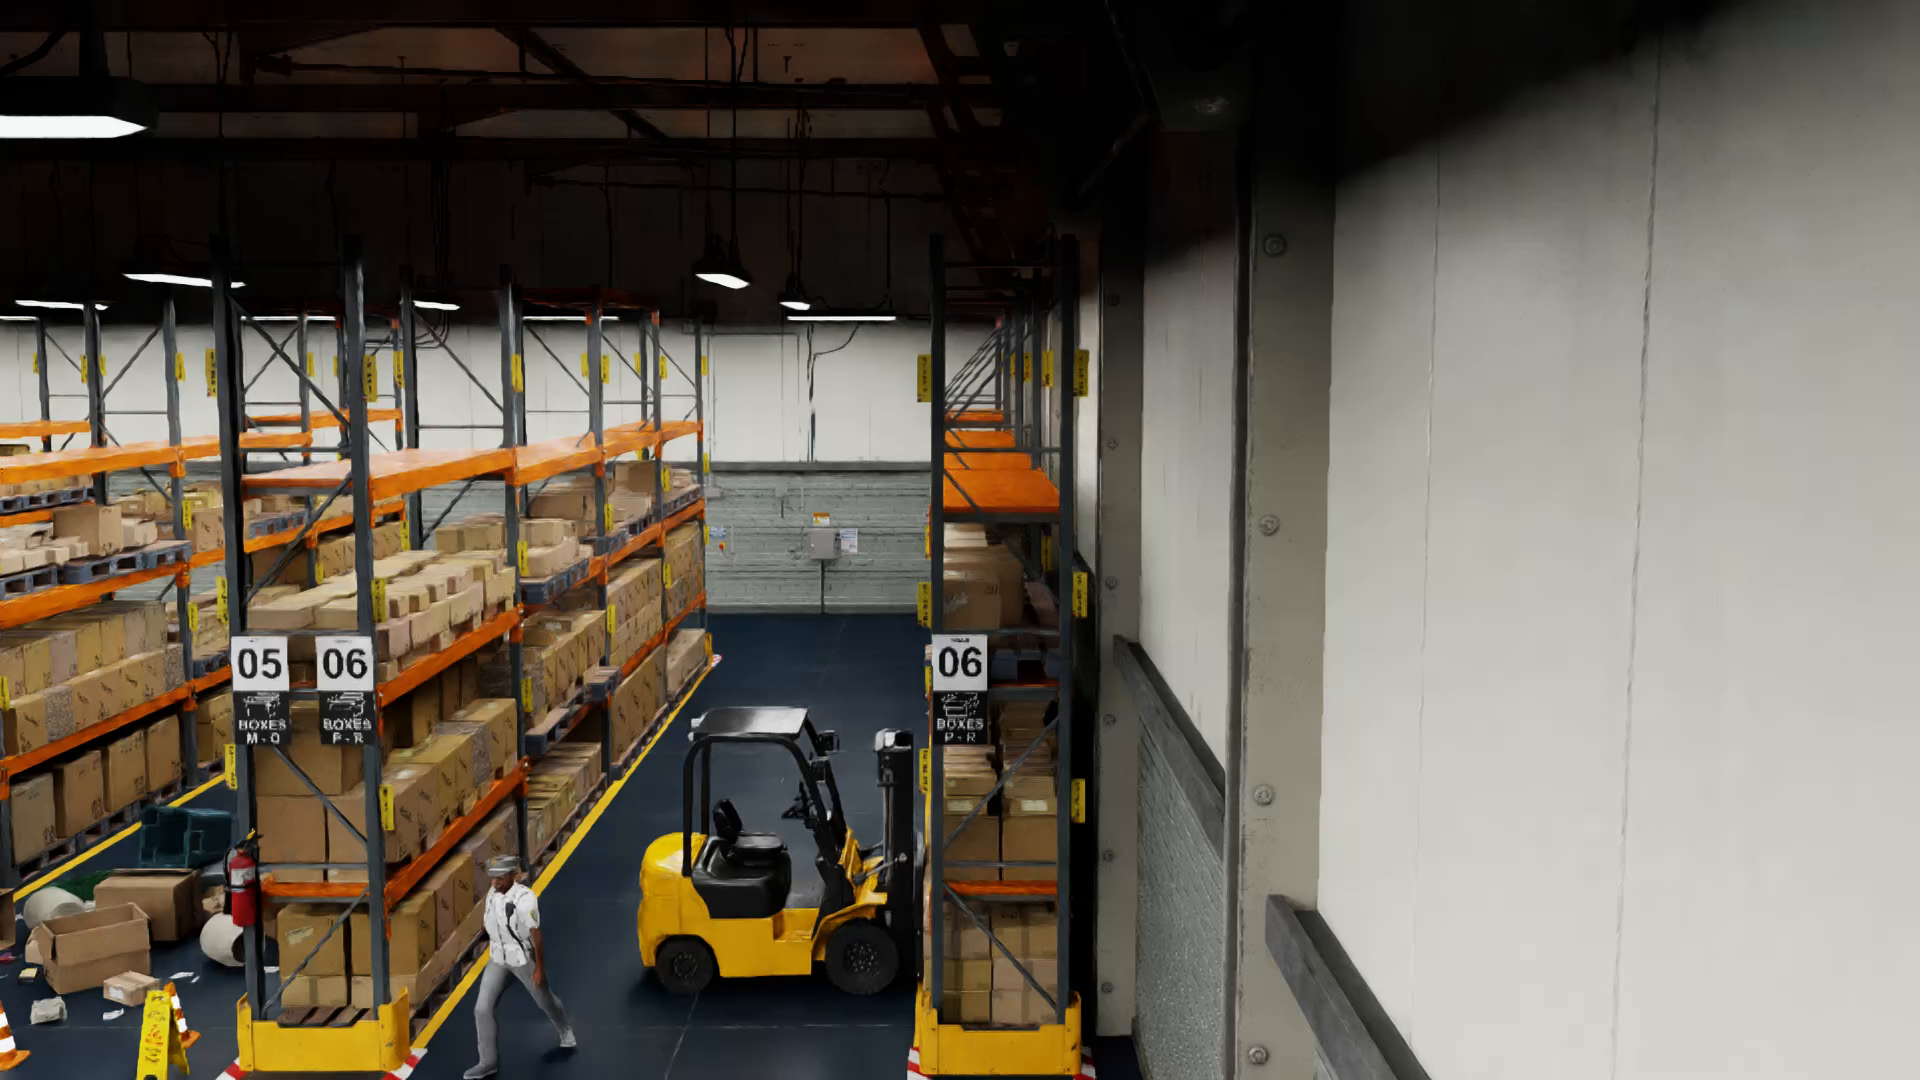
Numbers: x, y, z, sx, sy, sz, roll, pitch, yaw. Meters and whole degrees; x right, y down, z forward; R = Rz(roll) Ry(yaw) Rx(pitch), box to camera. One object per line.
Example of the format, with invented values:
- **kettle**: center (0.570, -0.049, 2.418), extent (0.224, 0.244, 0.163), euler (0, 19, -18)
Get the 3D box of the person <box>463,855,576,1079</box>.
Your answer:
- **person**: center (-3.196, 3.029, 12.104), extent (0.504, 1.608, 0.939), euler (2, 7, 19)
